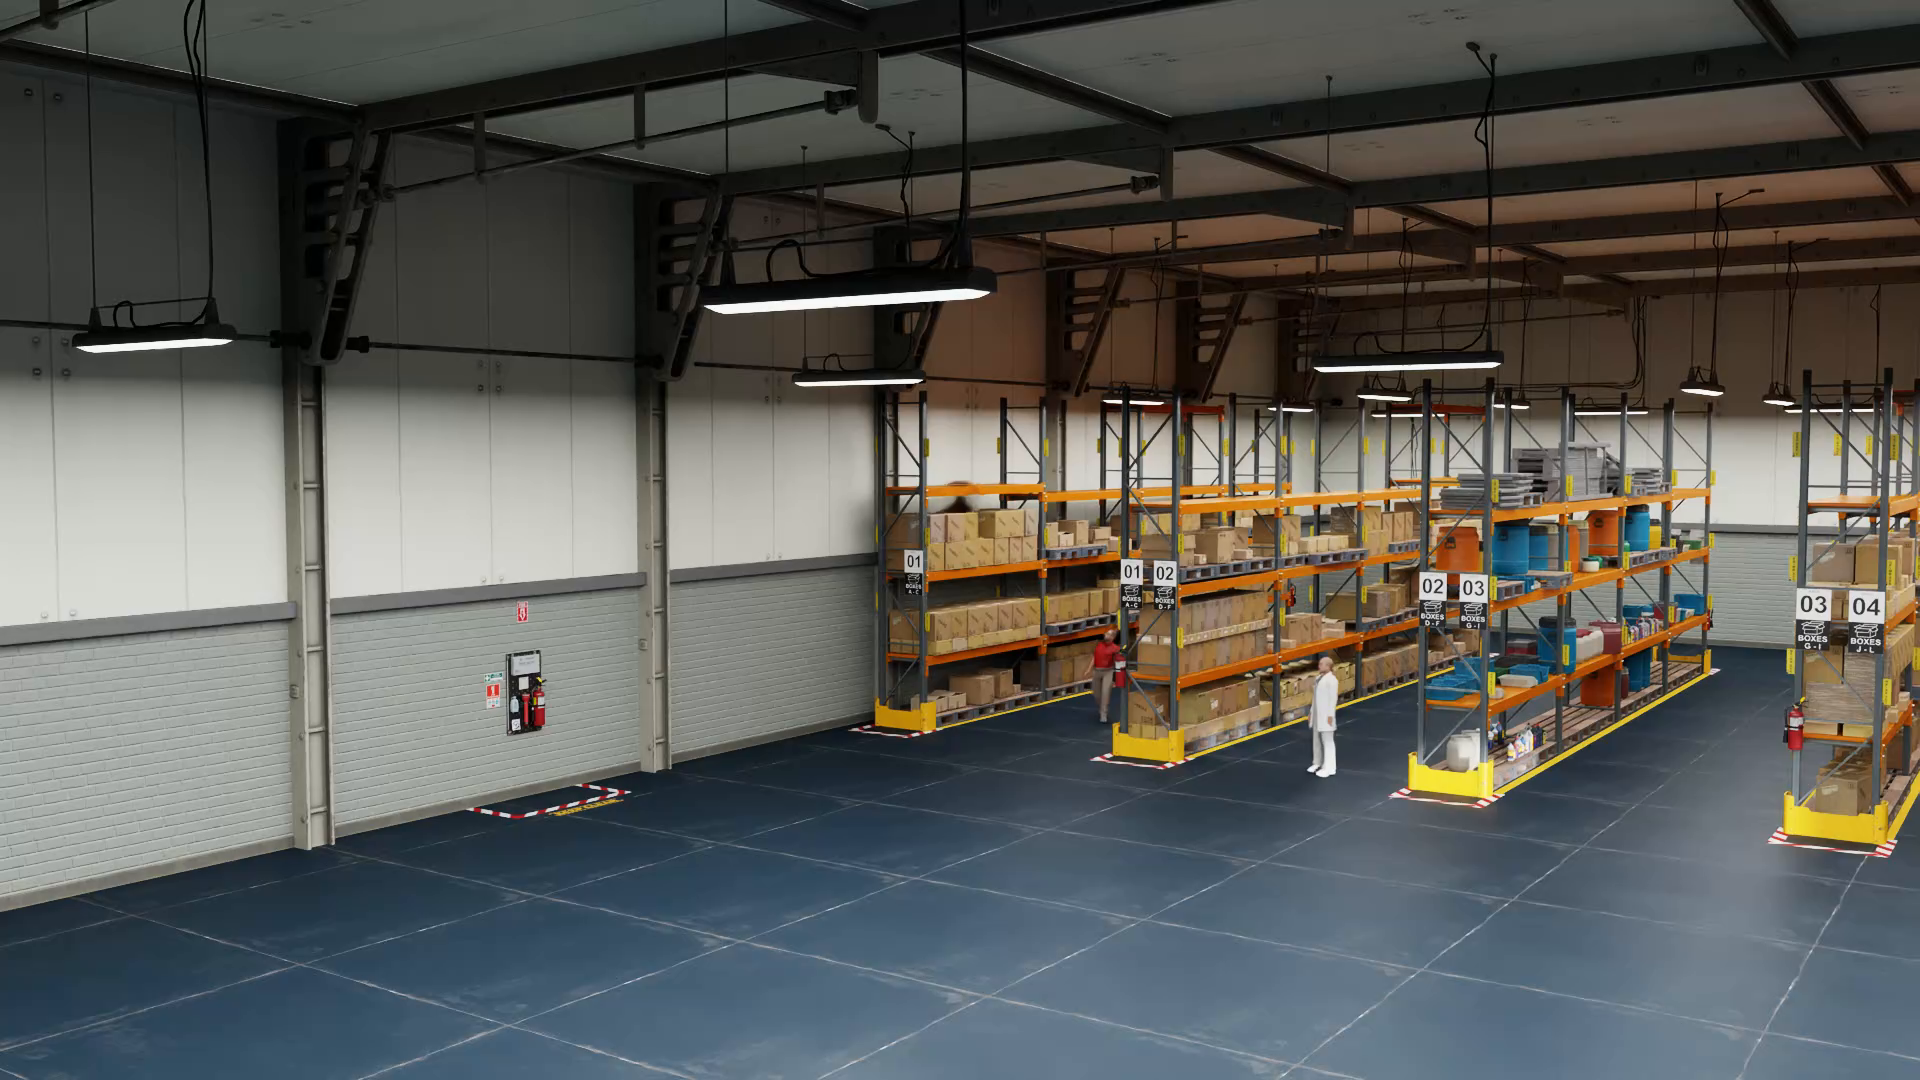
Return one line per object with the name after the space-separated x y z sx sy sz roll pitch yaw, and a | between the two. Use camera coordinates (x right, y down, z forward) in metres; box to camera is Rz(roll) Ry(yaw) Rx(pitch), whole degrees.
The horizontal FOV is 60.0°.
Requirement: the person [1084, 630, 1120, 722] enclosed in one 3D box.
2.627 2.469 30.547 0.663 1.643 0.908 1 3 20 | person

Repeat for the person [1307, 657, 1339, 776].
5.543 2.690 25.498 0.404 1.788 0.616 -1 3 -18 | person
